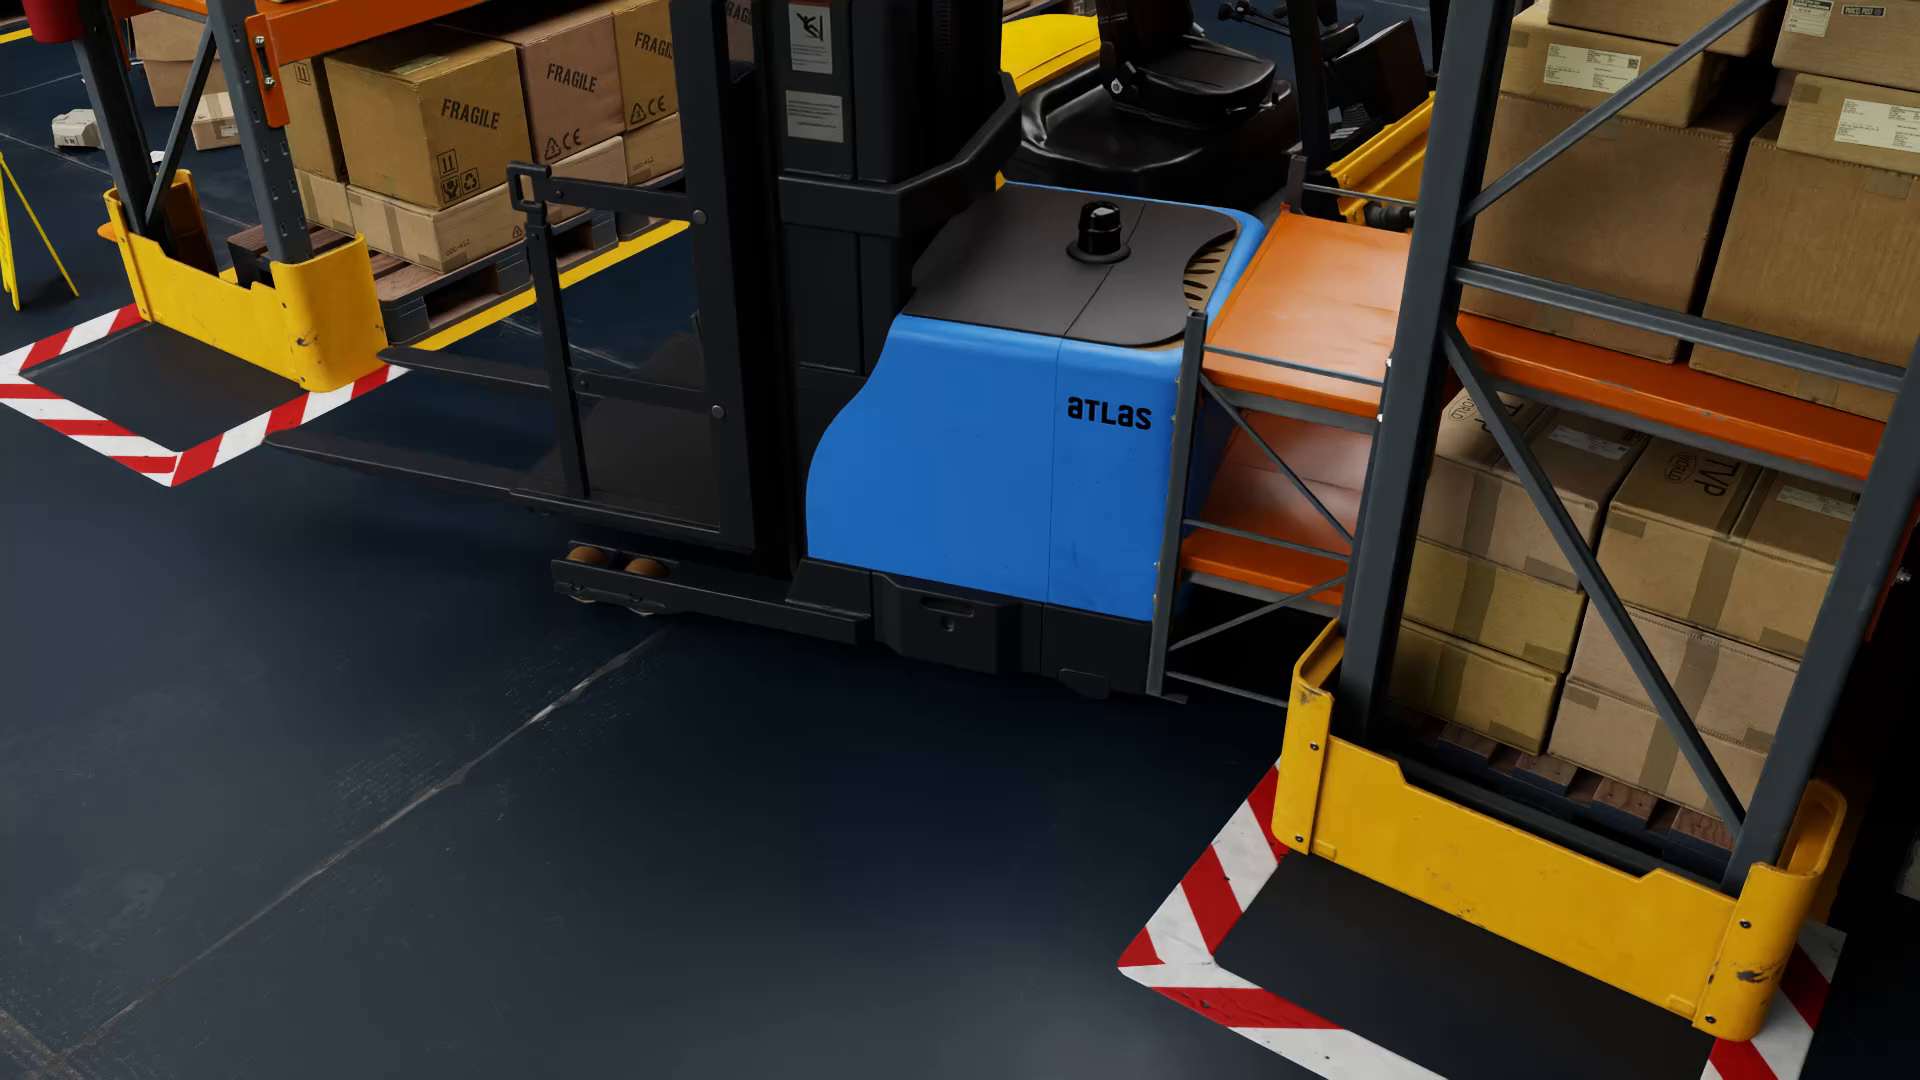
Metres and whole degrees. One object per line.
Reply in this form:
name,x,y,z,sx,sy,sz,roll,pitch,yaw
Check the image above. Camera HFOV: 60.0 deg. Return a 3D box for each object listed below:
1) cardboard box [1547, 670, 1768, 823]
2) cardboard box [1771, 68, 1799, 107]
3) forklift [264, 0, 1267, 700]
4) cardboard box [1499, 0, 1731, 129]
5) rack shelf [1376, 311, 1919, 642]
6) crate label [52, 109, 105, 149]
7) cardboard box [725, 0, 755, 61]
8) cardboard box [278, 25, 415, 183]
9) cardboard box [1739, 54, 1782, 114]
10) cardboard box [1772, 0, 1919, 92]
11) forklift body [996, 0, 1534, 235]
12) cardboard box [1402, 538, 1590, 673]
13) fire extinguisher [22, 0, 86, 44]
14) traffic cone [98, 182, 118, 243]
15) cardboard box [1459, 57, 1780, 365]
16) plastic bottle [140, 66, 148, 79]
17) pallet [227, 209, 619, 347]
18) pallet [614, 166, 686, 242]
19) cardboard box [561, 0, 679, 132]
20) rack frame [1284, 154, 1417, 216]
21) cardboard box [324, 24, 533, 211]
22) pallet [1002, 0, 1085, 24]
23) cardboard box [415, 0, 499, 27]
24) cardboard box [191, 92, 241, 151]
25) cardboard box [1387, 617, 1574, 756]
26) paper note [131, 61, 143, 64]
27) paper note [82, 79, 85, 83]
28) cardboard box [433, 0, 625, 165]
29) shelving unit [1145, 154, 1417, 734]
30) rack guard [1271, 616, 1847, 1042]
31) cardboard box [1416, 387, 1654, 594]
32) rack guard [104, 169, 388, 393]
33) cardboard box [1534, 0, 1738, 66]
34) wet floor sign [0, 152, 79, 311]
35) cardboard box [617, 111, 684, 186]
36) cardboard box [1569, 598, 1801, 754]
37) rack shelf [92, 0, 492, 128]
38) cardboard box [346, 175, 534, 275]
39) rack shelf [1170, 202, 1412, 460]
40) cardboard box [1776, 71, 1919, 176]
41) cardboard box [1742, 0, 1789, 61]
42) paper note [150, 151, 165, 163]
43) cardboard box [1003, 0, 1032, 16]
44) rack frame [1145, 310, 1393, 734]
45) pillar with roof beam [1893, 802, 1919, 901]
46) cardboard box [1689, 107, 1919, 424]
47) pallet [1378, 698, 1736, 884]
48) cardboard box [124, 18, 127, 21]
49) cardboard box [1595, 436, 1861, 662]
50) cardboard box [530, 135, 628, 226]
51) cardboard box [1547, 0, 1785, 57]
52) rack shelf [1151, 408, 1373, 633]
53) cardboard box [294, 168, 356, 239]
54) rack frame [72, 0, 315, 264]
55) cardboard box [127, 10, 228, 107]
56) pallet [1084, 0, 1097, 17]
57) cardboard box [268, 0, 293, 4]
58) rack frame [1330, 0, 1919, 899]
cardboard box,1.789,0.392,4.072,0.500,0.250,0.500,21,40,28
cardboard box,1.843,-0.927,3.274,0.380,0.149,0.250,21,39,28
forklift,-0.692,-1.261,4.498,3.031,2.935,1.130,10,35,15
cardboard box,1.315,-0.968,3.336,0.380,0.149,0.250,22,40,29
rack shelf,2.488,-1.032,4.740,1.077,0.370,4.000,21,39,28
crate label,-4.255,-1.997,8.081,0.250,0.136,0.298,3,34,4
cardboard box,-1.147,-2.352,7.460,0.500,0.500,0.500,24,41,31
cardboard box,-2.489,-1.791,6.630,0.500,0.500,0.500,22,40,28
cardboard box,1.716,-0.997,3.957,0.500,0.500,0.500,23,40,30
cardboard box,1.715,-0.929,3.012,0.380,0.149,0.250,20,39,27
forklift body,0.930,-1.513,5.567,2.313,2.155,1.214,21,39,28
cardboard box,1.369,0.025,4.169,0.500,0.250,0.500,21,39,28
fire extinguisher,-3.176,-2.056,5.681,0.296,0.674,0.183,21,39,28
traffic cone,-3.547,-1.552,7.132,0.336,0.463,0.334,21,39,28
cardboard box,1.413,-0.761,3.608,0.500,0.500,0.500,20,39,27
plastic bottle,-4.281,-2.560,8.981,0.133,0.061,0.283,8,35,12
pallet,-2.196,-1.235,6.889,1.003,0.211,1.213,21,39,28
pallet,-1.500,-1.795,7.715,1.003,0.211,1.213,21,39,28
cardboard box,-1.445,-2.103,7.092,0.500,0.500,0.500,22,40,29
rack frame,1.130,-0.535,4.812,0.500,1.125,0.032,14,37,18
cardboard box,-2.032,-1.633,6.397,0.500,0.500,0.500,20,39,27
pallet,-0.009,-3.038,9.553,1.003,0.211,1.213,21,39,28
cardboard box,-2.195,-2.032,6.987,0.500,0.500,0.500,23,40,30
cardboard box,-3.645,-2.060,8.164,0.250,0.149,0.380,-15,37,-21
cardboard box,1.356,0.239,4.299,0.500,0.250,0.500,22,40,28
paper note,-4.476,-2.619,9.114,0.123,0.001,0.032,-15,37,-21
paper note,-4.591,-2.457,8.858,0.142,0.017,0.144,-22,40,-29
cardboard box,-1.737,-1.875,6.755,0.500,0.500,0.500,20,39,27
shelving unit,0.936,-0.267,4.426,0.538,1.125,1.048,14,37,18
rack guard,1.334,0.637,3.861,1.175,0.500,0.348,21,39,28
cardboard box,1.354,-0.170,4.011,0.500,0.250,0.500,23,40,30
rack guard,-2.689,-0.993,6.271,1.175,0.500,0.348,21,39,28
cardboard box,1.437,-1.096,3.524,0.380,0.149,0.250,22,40,29
wet floor sign,-3.719,-1.272,6.555,0.232,0.644,0.267,-22,40,-29
cardboard box,-1.447,-1.799,7.312,0.500,0.250,0.500,24,41,31
cardboard box,1.787,0.199,3.912,0.500,0.250,0.500,22,40,29
rack shelf,-1.592,-2.615,7.082,1.077,0.370,4.000,21,39,28
cardboard box,-2.045,-1.311,6.590,0.500,0.250,0.500,21,39,28
rack shelf,0.942,-0.506,4.257,0.538,0.278,1.000,14,37,18
cardboard box,1.754,-0.793,3.076,0.380,0.149,0.250,20,39,27
cardboard box,1.635,-1.195,3.672,0.380,0.149,0.250,22,40,29
paper note,-3.828,-1.834,7.935,0.148,0.019,0.142,8,35,12
cardboard box,-0.154,-3.161,9.218,0.950,0.372,0.625,22,40,29
rack frame,0.741,0.000,4.040,0.500,1.125,0.032,14,37,18
pillar with roof beam,-1.051,-4.302,3.578,9.100,9.000,0.400,21,39,28
cardboard box,1.858,-0.590,3.356,0.500,0.500,0.500,23,40,30
pallet,1.749,0.380,4.499,1.003,0.211,1.213,21,39,28
cardboard box,-4.618,-3.292,9.669,0.500,0.500,0.500,29,44,36
cardboard box,1.777,-0.019,3.788,0.500,0.250,0.500,21,39,28
cardboard box,-1.748,-1.543,6.934,0.500,0.250,0.500,23,40,30
cardboard box,1.379,-1.075,3.228,0.380,0.149,0.250,21,40,28
rack shelf,0.931,-0.067,4.567,0.538,0.278,1.000,14,37,18
cardboard box,-2.478,-1.497,6.866,0.500,0.250,0.500,21,39,28
rack frame,-2.732,-1.993,5.520,1.000,3.000,0.127,21,39,28
cardboard box,-3.810,-2.576,8.610,0.797,0.503,0.637,-3,34,-4
pallet,0.686,-3.601,10.387,1.003,0.211,1.213,21,39,28
cardboard box,-2.368,-1.979,5.723,0.380,0.149,0.250,21,40,28
rack frame,1.348,-0.409,3.178,1.000,3.000,0.127,21,39,28
